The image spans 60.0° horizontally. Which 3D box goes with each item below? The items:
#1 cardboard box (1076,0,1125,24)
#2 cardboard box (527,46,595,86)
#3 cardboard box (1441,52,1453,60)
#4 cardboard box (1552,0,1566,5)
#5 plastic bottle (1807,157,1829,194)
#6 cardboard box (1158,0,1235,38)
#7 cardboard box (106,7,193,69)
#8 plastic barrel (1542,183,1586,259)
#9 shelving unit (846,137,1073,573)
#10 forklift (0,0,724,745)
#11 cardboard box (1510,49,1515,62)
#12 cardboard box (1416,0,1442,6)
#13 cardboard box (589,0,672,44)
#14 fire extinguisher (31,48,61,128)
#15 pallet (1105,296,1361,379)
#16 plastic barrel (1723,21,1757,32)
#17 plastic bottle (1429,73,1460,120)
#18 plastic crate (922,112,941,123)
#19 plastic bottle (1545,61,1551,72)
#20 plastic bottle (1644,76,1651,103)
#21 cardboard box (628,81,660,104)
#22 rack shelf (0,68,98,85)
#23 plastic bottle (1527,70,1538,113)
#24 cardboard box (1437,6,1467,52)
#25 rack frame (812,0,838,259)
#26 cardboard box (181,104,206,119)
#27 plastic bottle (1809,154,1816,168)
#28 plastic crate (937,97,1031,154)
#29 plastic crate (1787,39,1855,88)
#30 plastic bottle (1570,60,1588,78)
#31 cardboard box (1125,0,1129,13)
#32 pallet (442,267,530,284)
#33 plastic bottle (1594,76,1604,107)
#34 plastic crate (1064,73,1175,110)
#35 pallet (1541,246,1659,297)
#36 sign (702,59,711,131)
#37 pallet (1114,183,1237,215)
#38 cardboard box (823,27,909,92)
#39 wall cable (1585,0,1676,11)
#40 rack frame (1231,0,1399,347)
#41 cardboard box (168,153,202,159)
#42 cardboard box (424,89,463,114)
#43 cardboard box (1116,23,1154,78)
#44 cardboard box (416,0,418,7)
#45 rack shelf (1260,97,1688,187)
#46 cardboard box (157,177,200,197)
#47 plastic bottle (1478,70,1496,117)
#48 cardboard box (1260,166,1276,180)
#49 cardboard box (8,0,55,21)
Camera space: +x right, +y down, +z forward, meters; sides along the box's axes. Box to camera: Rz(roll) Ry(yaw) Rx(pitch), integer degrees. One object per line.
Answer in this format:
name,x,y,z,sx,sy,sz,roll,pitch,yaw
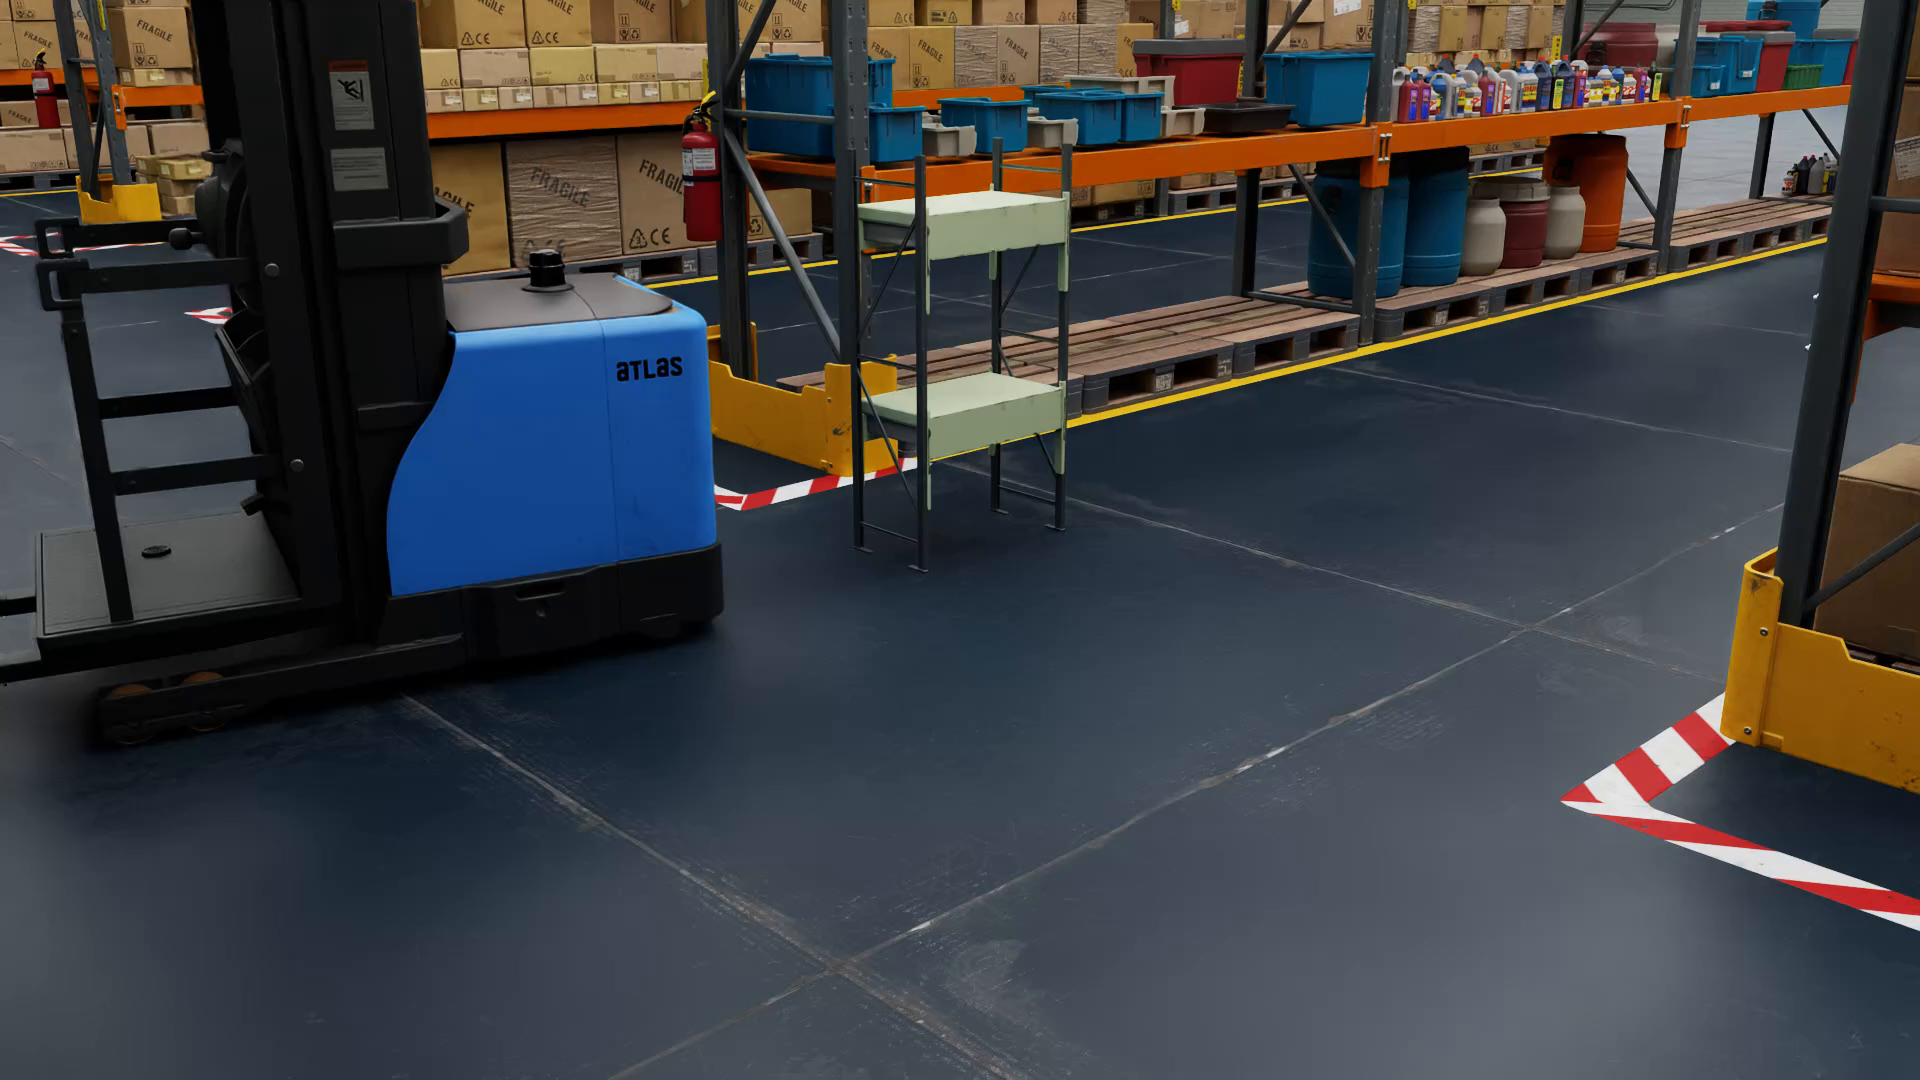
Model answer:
cardboard box,1.095,-5.050,15.409,0.637,0.503,0.797,-15,23,-39
cardboard box,-2.900,-3.310,11.592,0.500,0.250,0.500,17,25,42
cardboard box,5.435,-5.548,19.139,0.250,0.149,0.380,-16,24,-41
cardboard box,7.221,-6.865,20.529,0.500,0.500,0.500,-16,24,-41
plastic bottle,8.316,-3.533,16.098,0.185,0.351,0.144,-16,24,-41
cardboard box,2.340,-5.188,16.781,0.500,0.500,0.700,-12,22,-33
cardboard box,-6.993,-4.337,14.353,0.500,0.500,0.500,-15,23,-38
plastic barrel,4.348,-2.336,12.179,0.421,0.512,0.421,0,18,0
shelving unit,0.005,-0.715,6.258,0.755,1.500,0.431,-16,24,-41
forklift,-2.331,-1.002,4.822,3.031,2.935,1.130,-9,20,-27
cardboard box,6.488,-5.877,20.156,0.250,0.149,0.380,-16,24,-41
cardboard box,5.046,-6.228,18.563,0.500,0.500,0.500,-16,24,-41
cardboard box,-2.530,-3.998,12.497,0.500,0.500,0.500,17,25,42
fire extinguisher,-8.010,-3.951,14.536,0.183,0.674,0.296,-16,24,-41
pallet,1.627,-1.228,9.931,1.213,0.211,1.003,-16,24,-41
plastic barrel,6.568,-4.170,14.263,0.433,0.535,0.433,0,18,0
plastic bottle,2.998,-2.751,10.306,0.135,0.276,0.152,-16,24,-41
plastic crate,-0.084,-2.046,8.263,0.243,0.136,0.396,-16,24,-41
plastic bottle,4.401,-3.468,12.526,0.097,0.271,0.097,0,18,0
plastic bottle,4.943,-3.271,12.031,0.097,0.201,0.097,0,18,0
cardboard box,-2.384,-3.246,12.039,0.250,0.149,0.380,-16,24,-40
rack shelf,-9.531,-5.284,19.086,4.000,0.370,1.077,-16,24,-41
plastic bottle,3.747,-2.955,10.945,0.097,0.271,0.097,0,18,0
cardboard box,5.301,-5.893,19.153,0.500,0.500,0.875,-16,24,-41
rack frame,-1.269,-3.829,13.432,0.127,3.000,1.000,-16,24,-41
cardboard box,-10.984,-6.225,24.191,0.500,0.500,0.500,-15,23,-38
plastic bottle,8.356,-3.605,16.323,0.144,0.351,0.185,16,24,41
plastic crate,0.112,-1.939,7.775,0.300,0.233,0.416,-16,24,-41
plastic crate,7.359,-4.104,14.303,0.575,0.384,0.392,-16,24,-41
plastic bottle,4.609,-3.455,12.477,0.135,0.276,0.152,-16,24,-41
cardboard box,1.821,-7.456,22.622,0.550,0.550,0.875,-16,24,-41
pallet,-3.648,-1.842,11.825,1.213,0.211,1.003,-16,24,-41
plastic bottle,4.422,-3.119,11.562,0.097,0.201,0.097,0,18,0
plastic crate,0.898,-2.409,9.147,0.530,0.282,0.437,-16,24,-41
pallet,4.496,-2.064,12.509,1.213,0.211,1.003,-16,24,-41
sign,-1.162,-2.069,7.739,0.005,0.325,0.100,-16,24,-41
pallet,2.207,-3.516,16.986,1.213,0.211,1.003,-16,24,-41
cardboard box,-0.763,-3.918,13.544,0.500,0.500,0.500,-16,24,-41
wall cable,20.951,-17.820,51.892,0.112,2.526,3.097,-16,24,-41
rack frame,2.134,-2.719,10.009,0.127,3.000,1.000,-16,24,-41
cardboard box,-7.077,-3.451,15.241,0.250,0.149,0.380,-16,24,-40
cardboard box,-3.505,-2.918,11.029,0.250,0.149,0.380,-17,24,-42
cardboard box,1.449,-4.564,15.537,0.500,0.500,0.500,-15,23,-39
cardboard box,-5.131,-5.356,15.875,0.500,0.500,0.500,17,25,42
rack shelf,3.587,-2.801,11.427,4.000,0.370,1.077,-16,24,-41
cardboard box,-6.952,-3.153,14.806,0.250,0.149,0.380,-15,23,-39
plastic bottle,3.339,-2.834,10.552,0.133,0.283,0.061,-16,24,-41
cardboard box,2.912,-4.086,17.562,0.500,0.500,0.700,-14,23,-36
cardboard box,-10.069,-5.875,17.957,0.500,0.500,0.500,-17,25,-42
